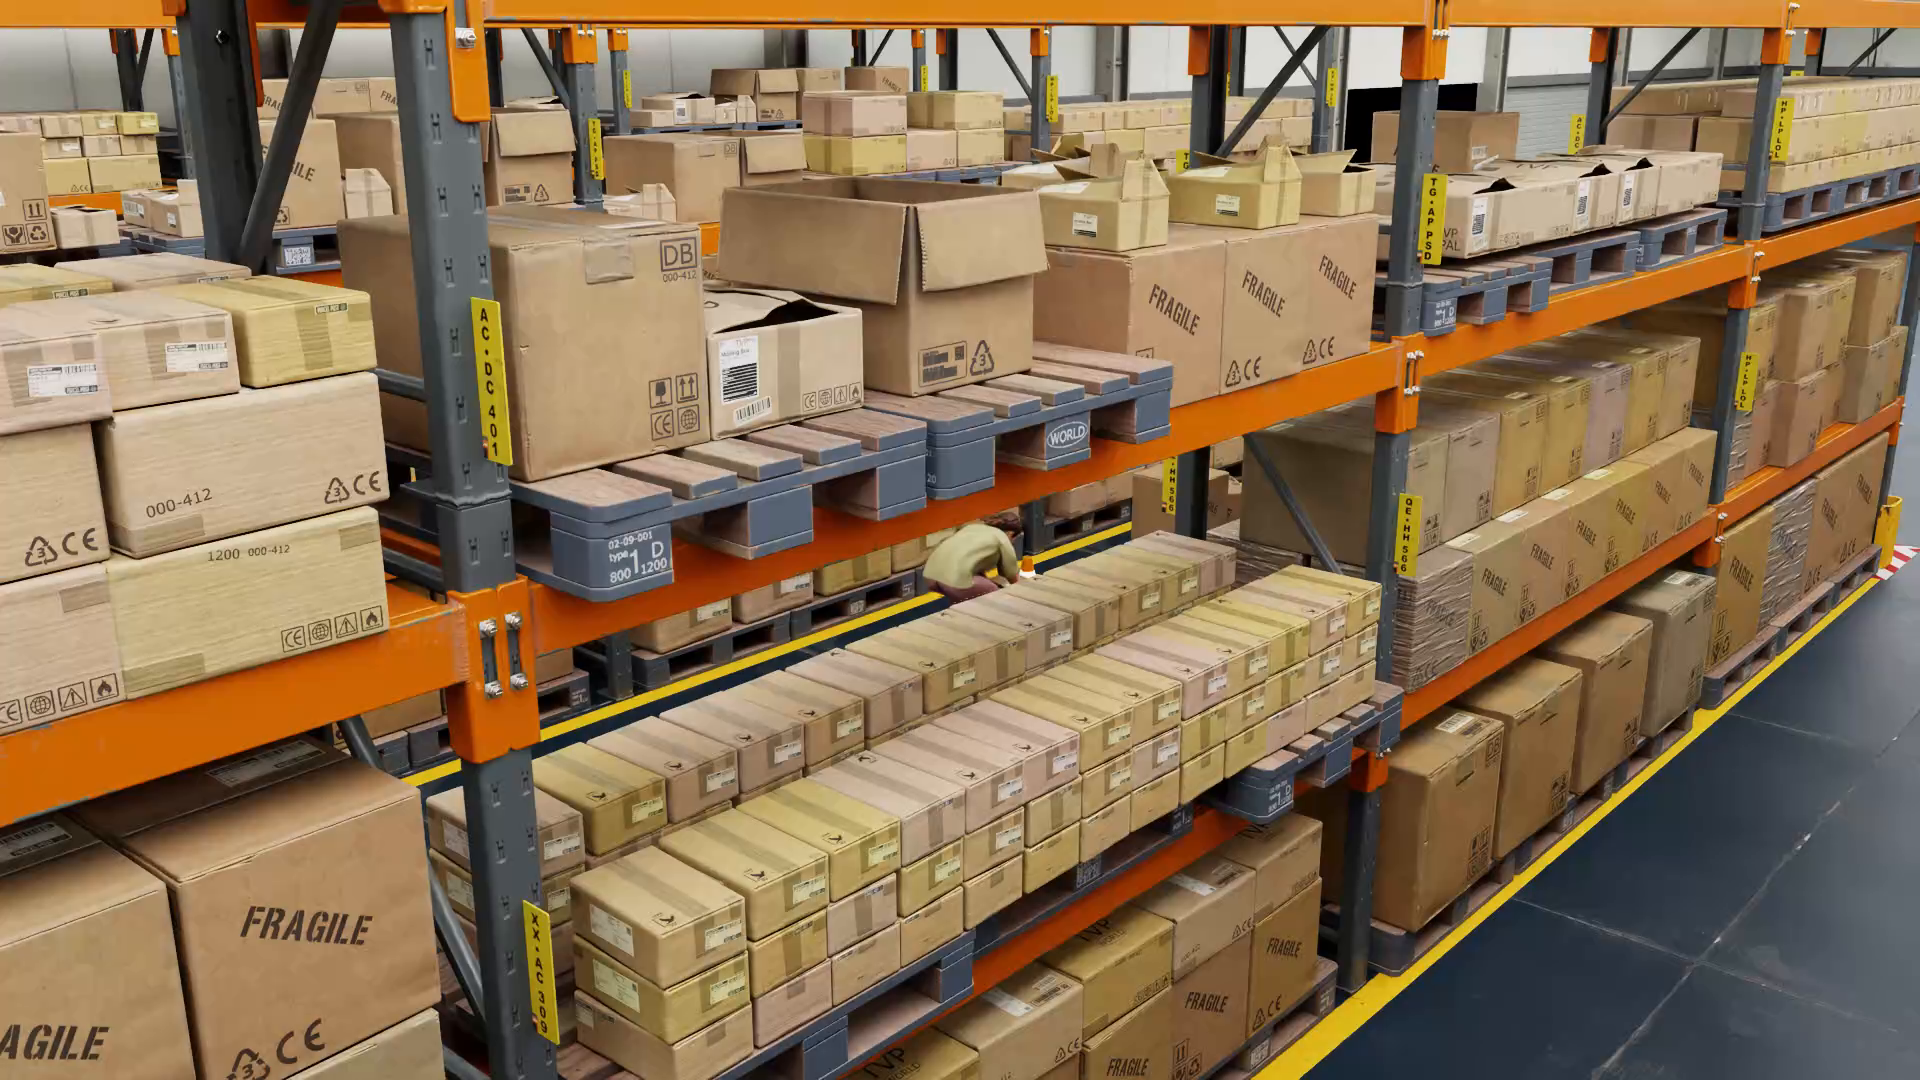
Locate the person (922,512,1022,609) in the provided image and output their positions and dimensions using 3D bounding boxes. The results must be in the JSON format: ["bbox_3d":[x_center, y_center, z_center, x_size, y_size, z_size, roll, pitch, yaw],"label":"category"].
[{"bbox_3d":[0.118,0.321,10.748,0.465,0.945,0.860,13,22,37],"label":"person"}]
